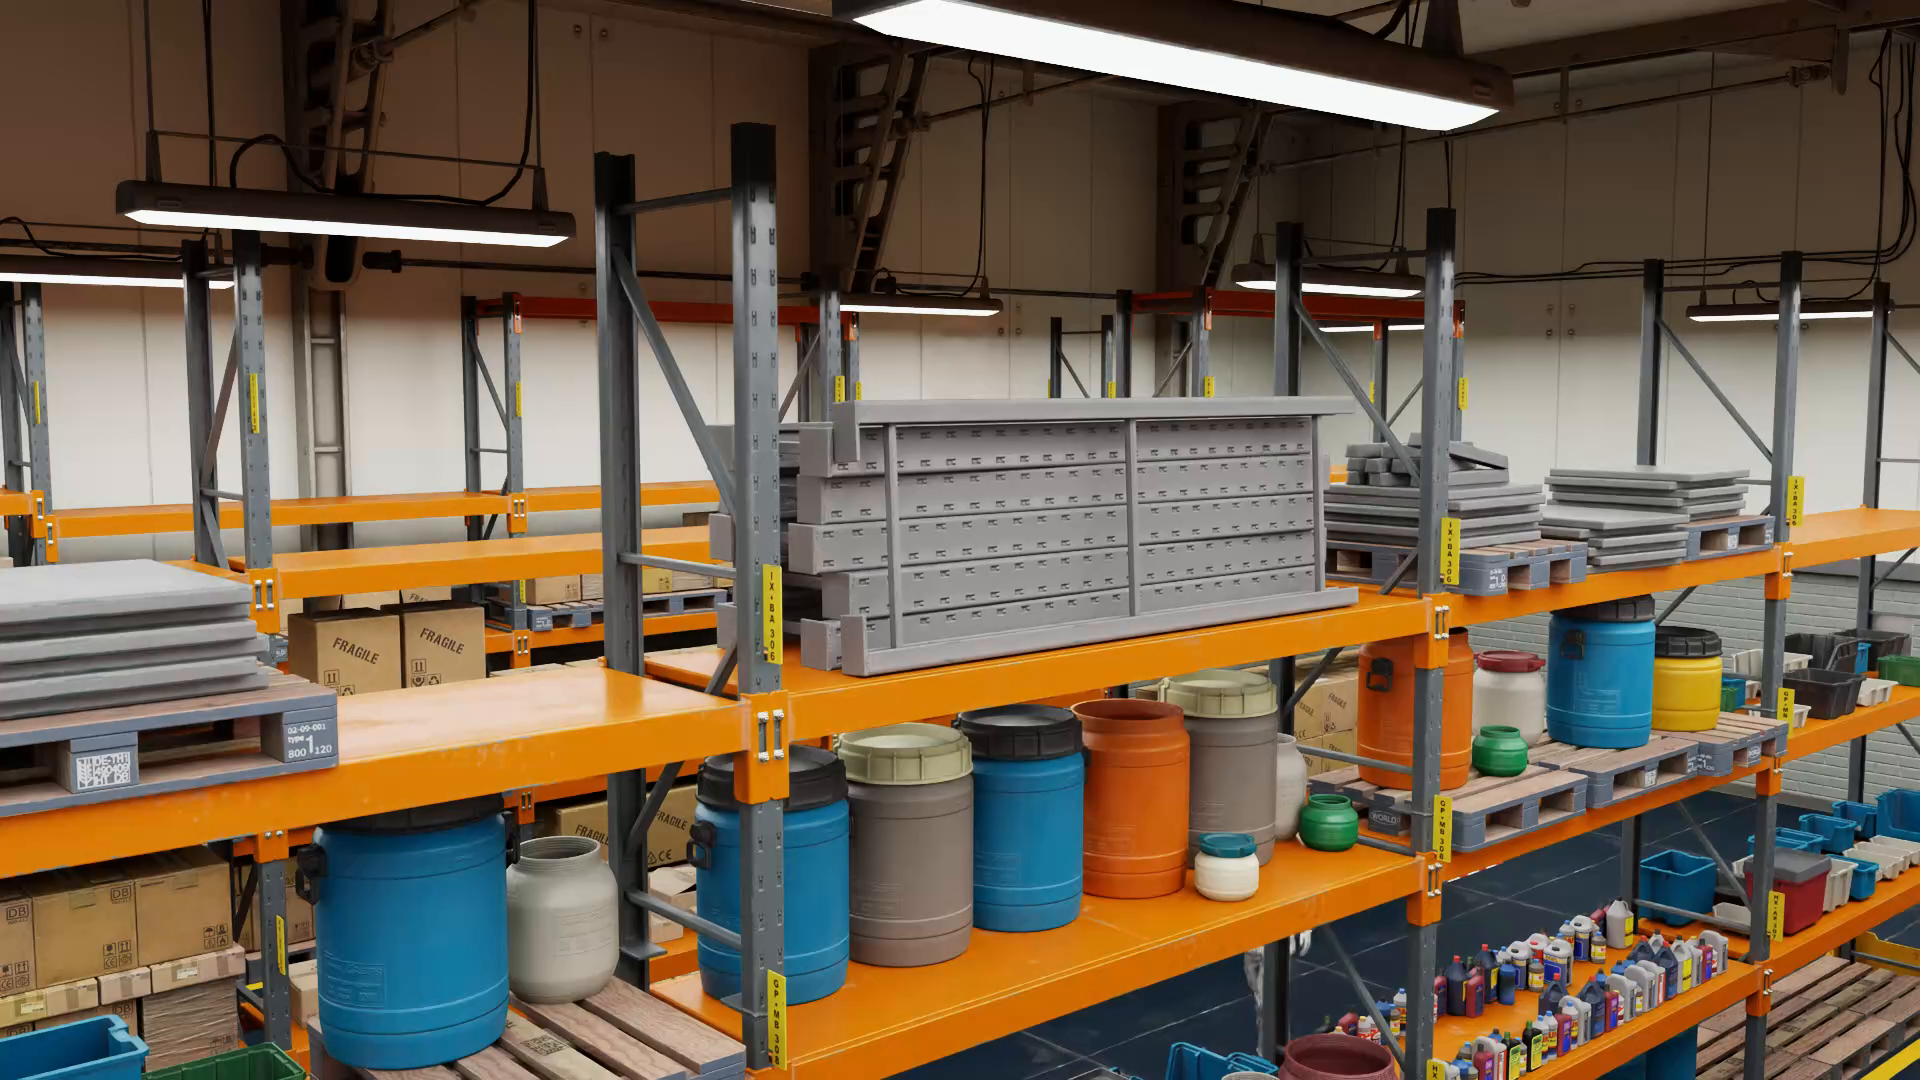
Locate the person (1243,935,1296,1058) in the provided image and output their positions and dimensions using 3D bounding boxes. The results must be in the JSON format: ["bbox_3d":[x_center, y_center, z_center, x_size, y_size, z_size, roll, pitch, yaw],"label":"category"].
[{"bbox_3d":[2.285,3.025,12.459,0.658,1.668,0.765,5,7,41],"label":"person"}]
